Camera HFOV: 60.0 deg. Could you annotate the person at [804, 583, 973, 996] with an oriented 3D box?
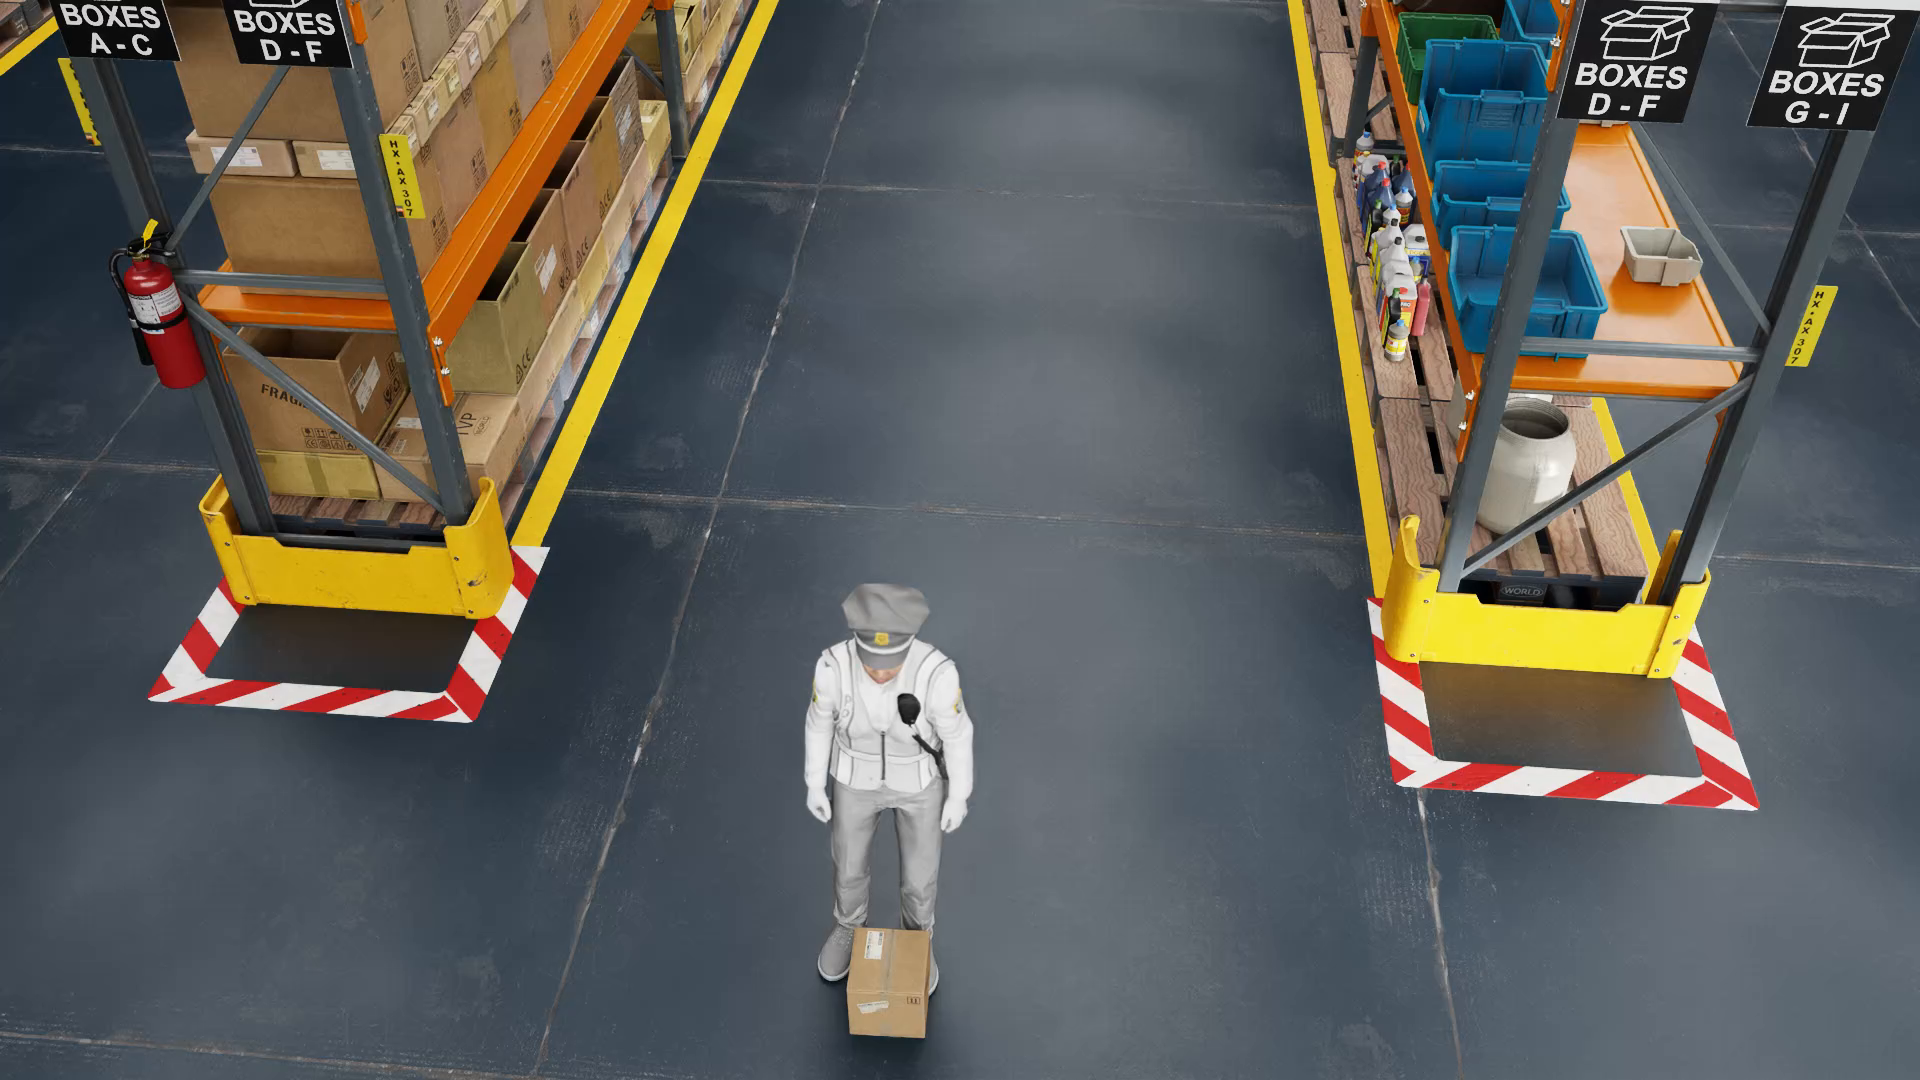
[{"bbox_3d":[-0.226,0.785,5.228,0.530,1.664,0.403,4,40,4],"label":"person"}]
